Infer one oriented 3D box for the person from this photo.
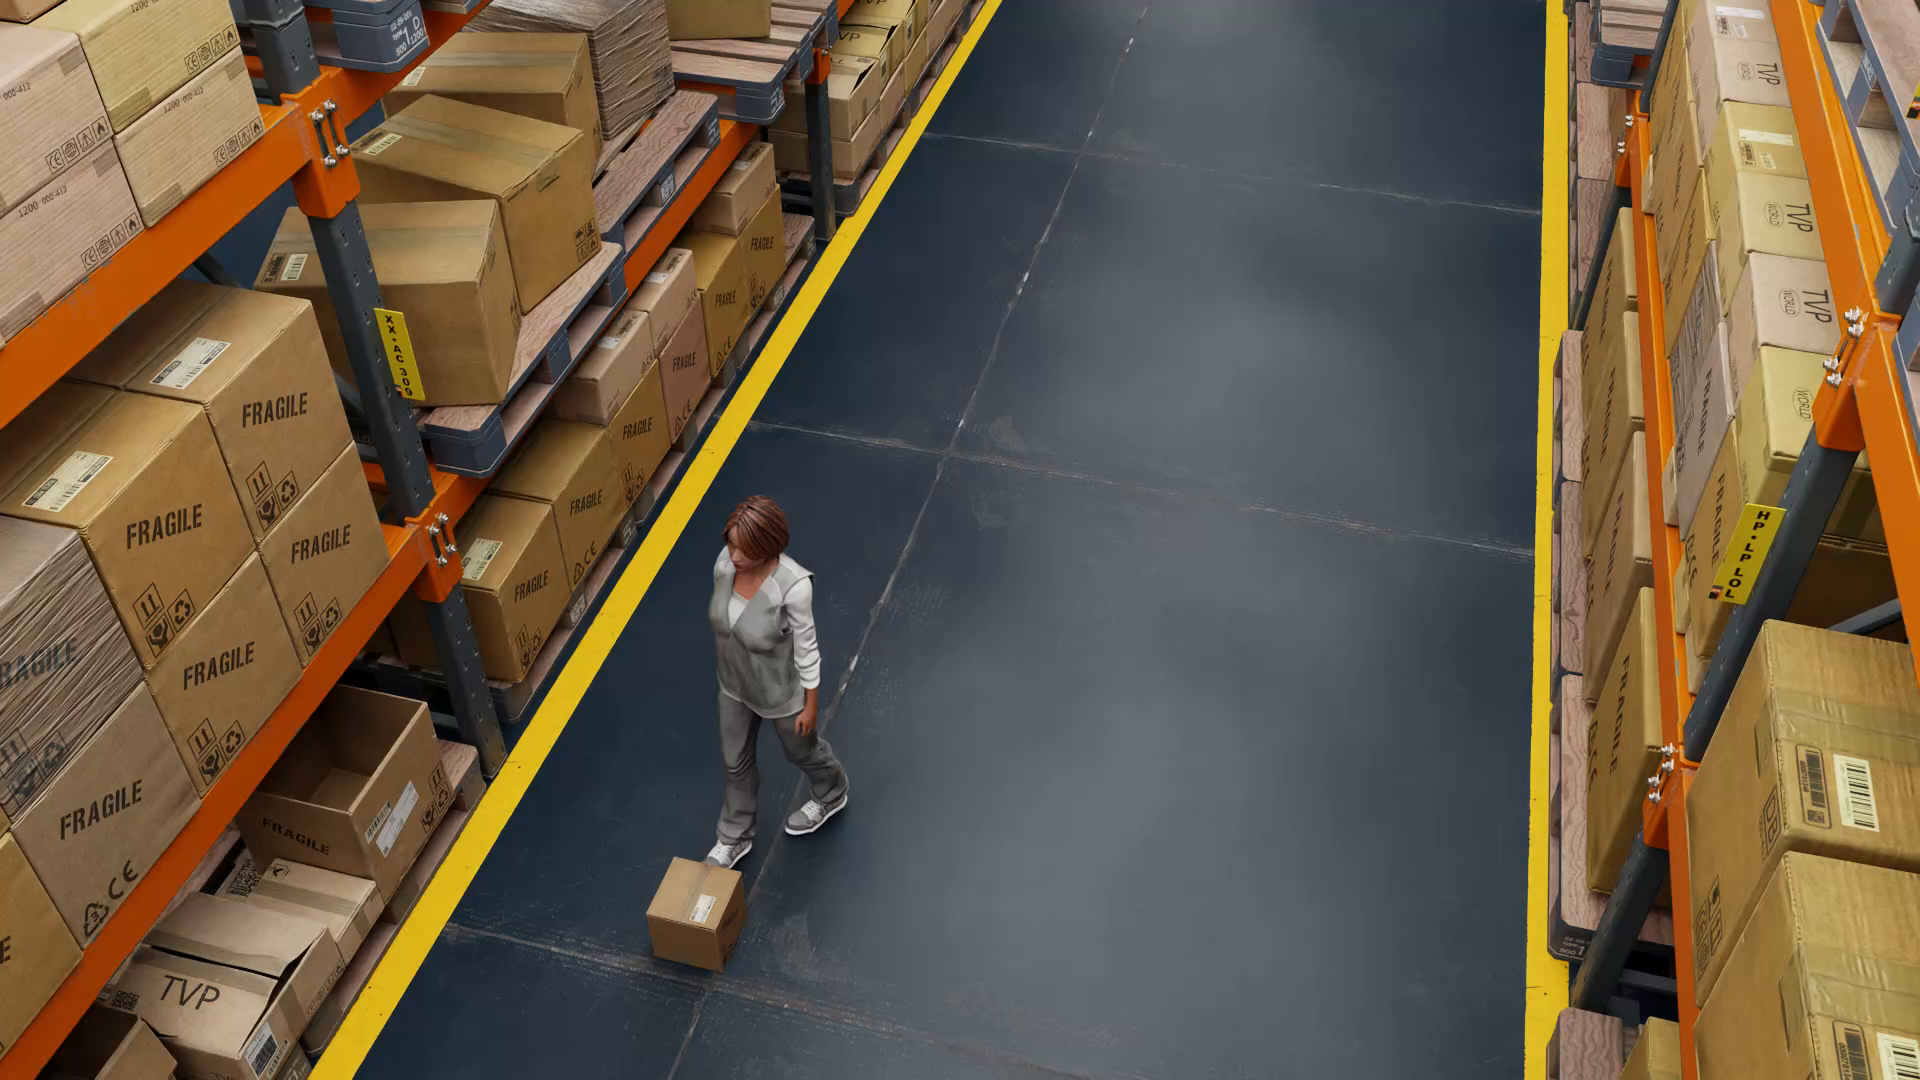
[{"bbox_3d":[-0.671,0.514,5.578,0.420,1.591,0.644,24,47,25],"label":"person"}]
